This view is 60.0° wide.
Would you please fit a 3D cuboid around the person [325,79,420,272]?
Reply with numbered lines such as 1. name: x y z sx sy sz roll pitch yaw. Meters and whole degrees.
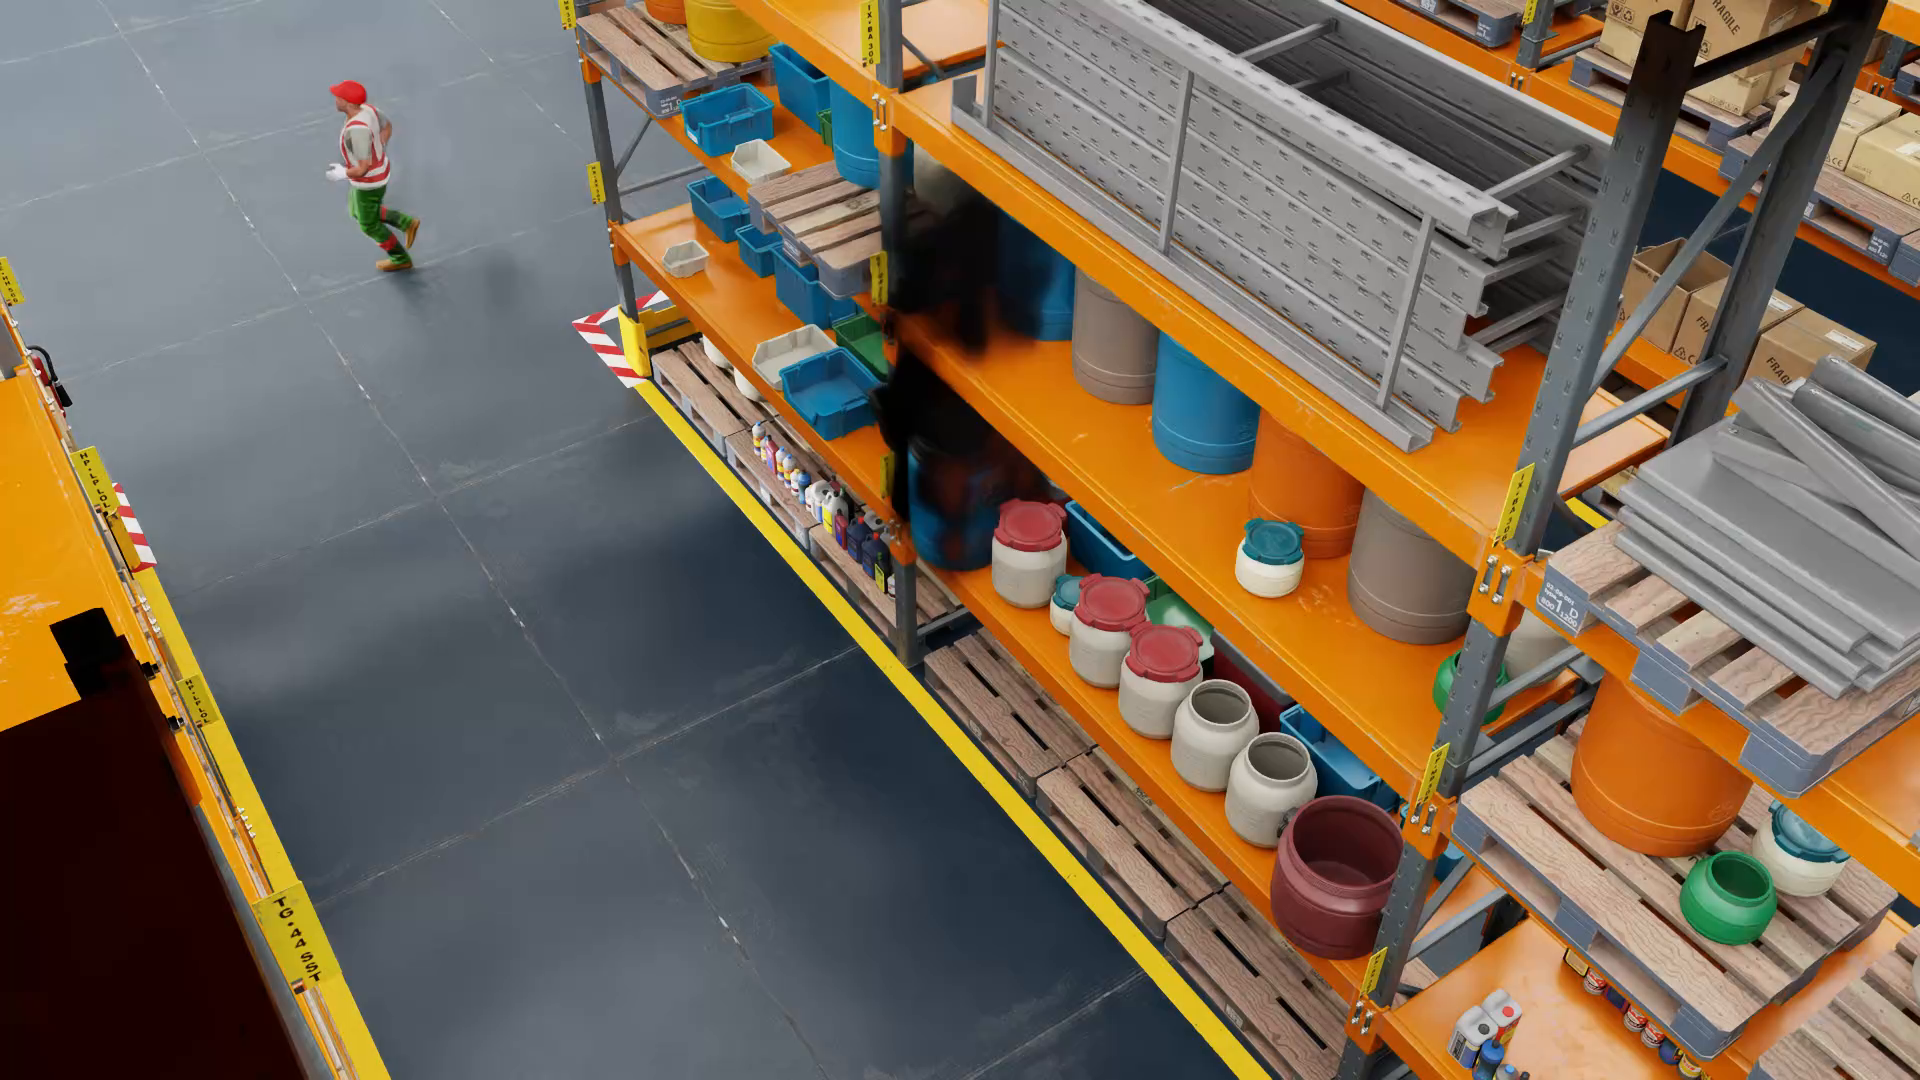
1. person: -4.886 -2.993 13.732 0.594 1.741 0.664 -5 43 -5
